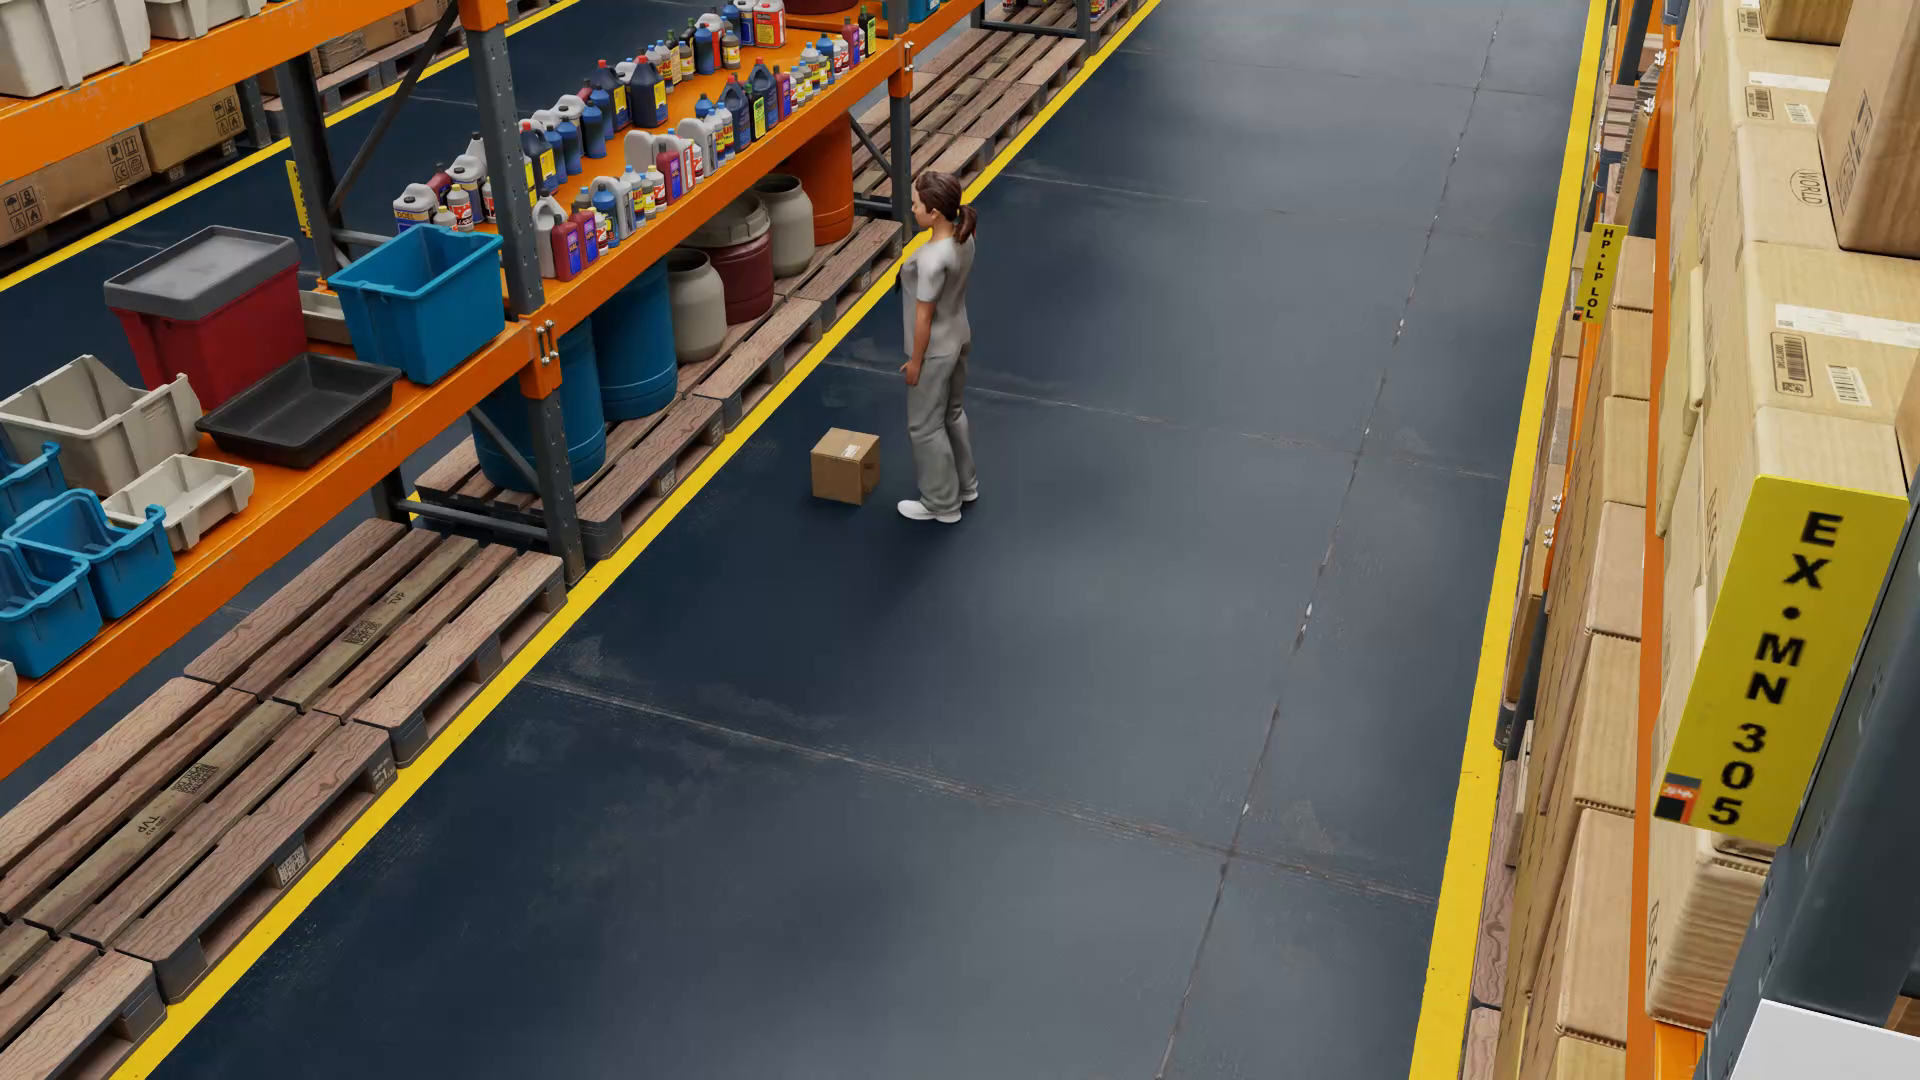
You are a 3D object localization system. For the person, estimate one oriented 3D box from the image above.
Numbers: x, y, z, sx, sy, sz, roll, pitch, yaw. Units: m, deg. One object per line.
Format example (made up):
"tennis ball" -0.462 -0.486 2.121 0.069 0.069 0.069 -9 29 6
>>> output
"person" -0.090 -0.845 7.432 0.360 1.674 0.438 12 35 17
